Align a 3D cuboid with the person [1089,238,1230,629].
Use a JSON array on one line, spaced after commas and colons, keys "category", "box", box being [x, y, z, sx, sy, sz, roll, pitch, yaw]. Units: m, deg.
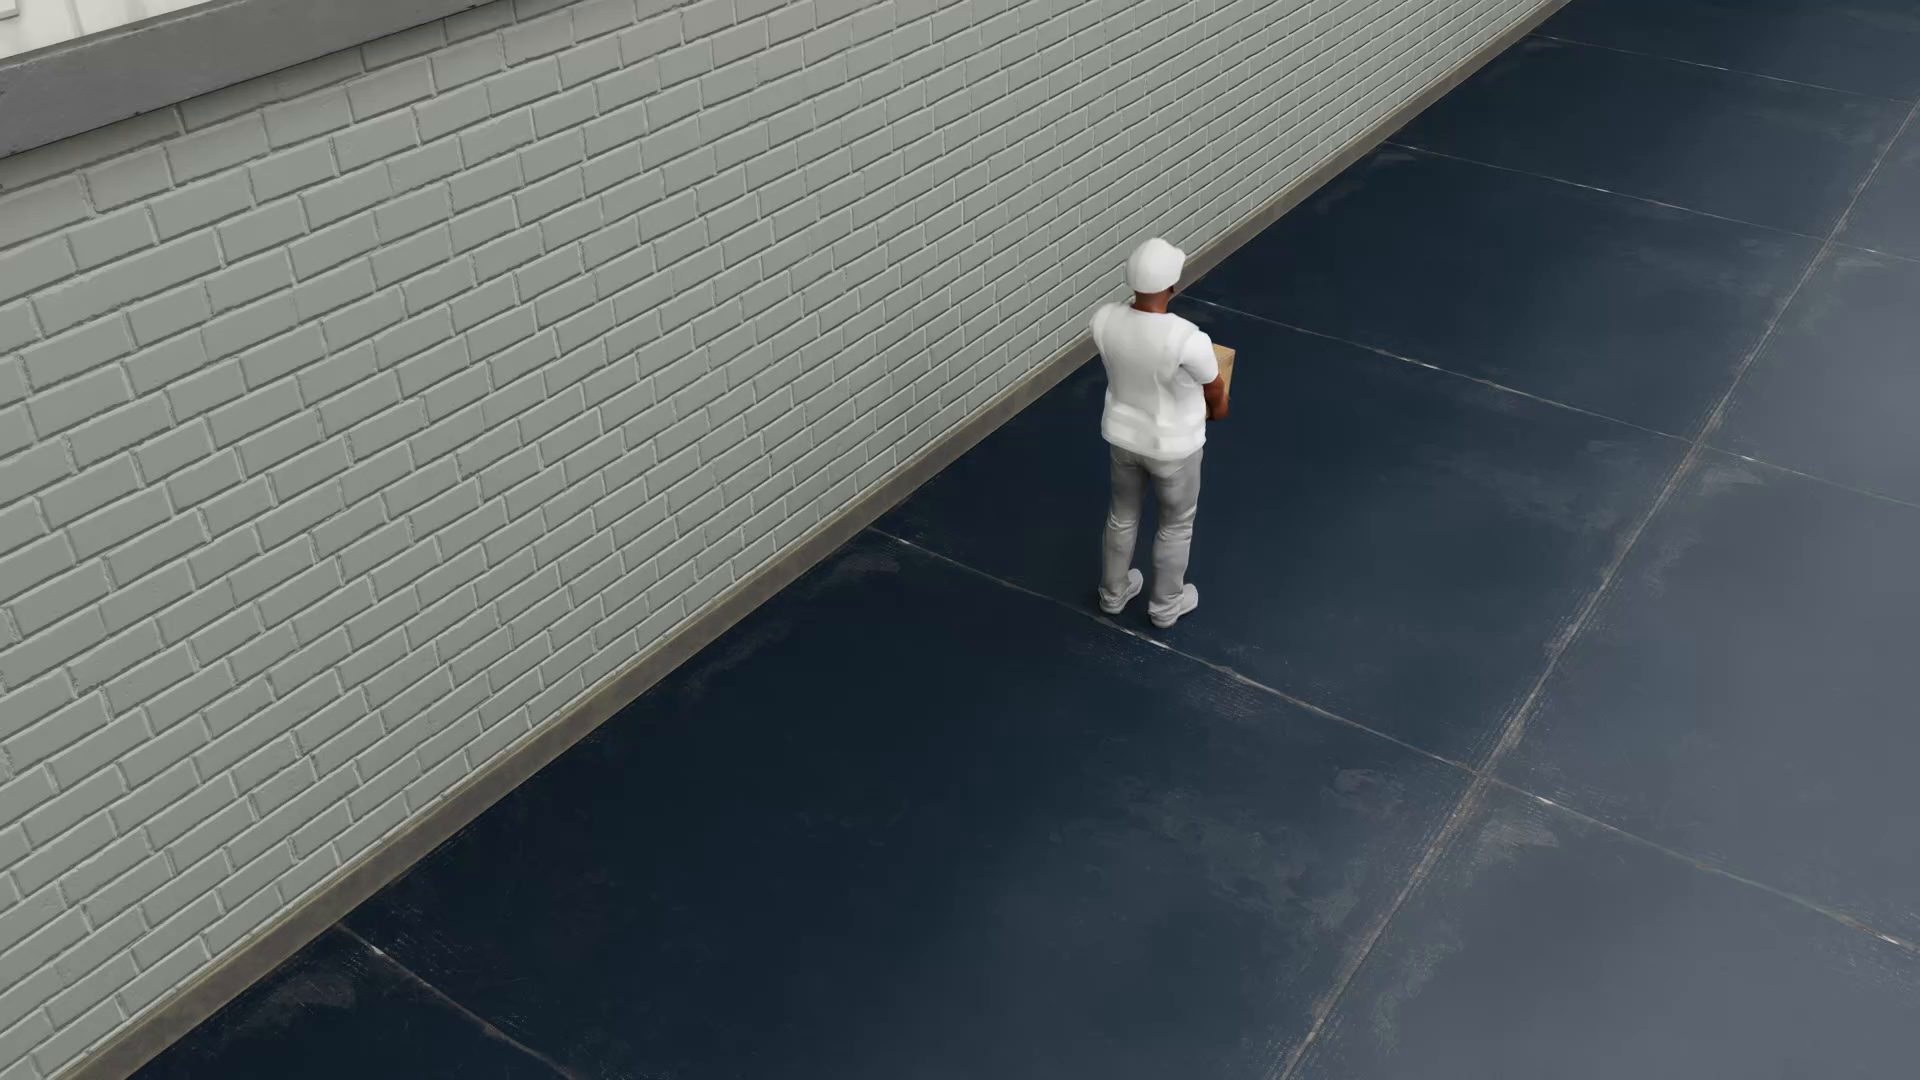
[{"category": "person", "box": [0.824, -0.458, 6.797, 0.503, 1.760, 0.577, 22, 40, 29]}]
